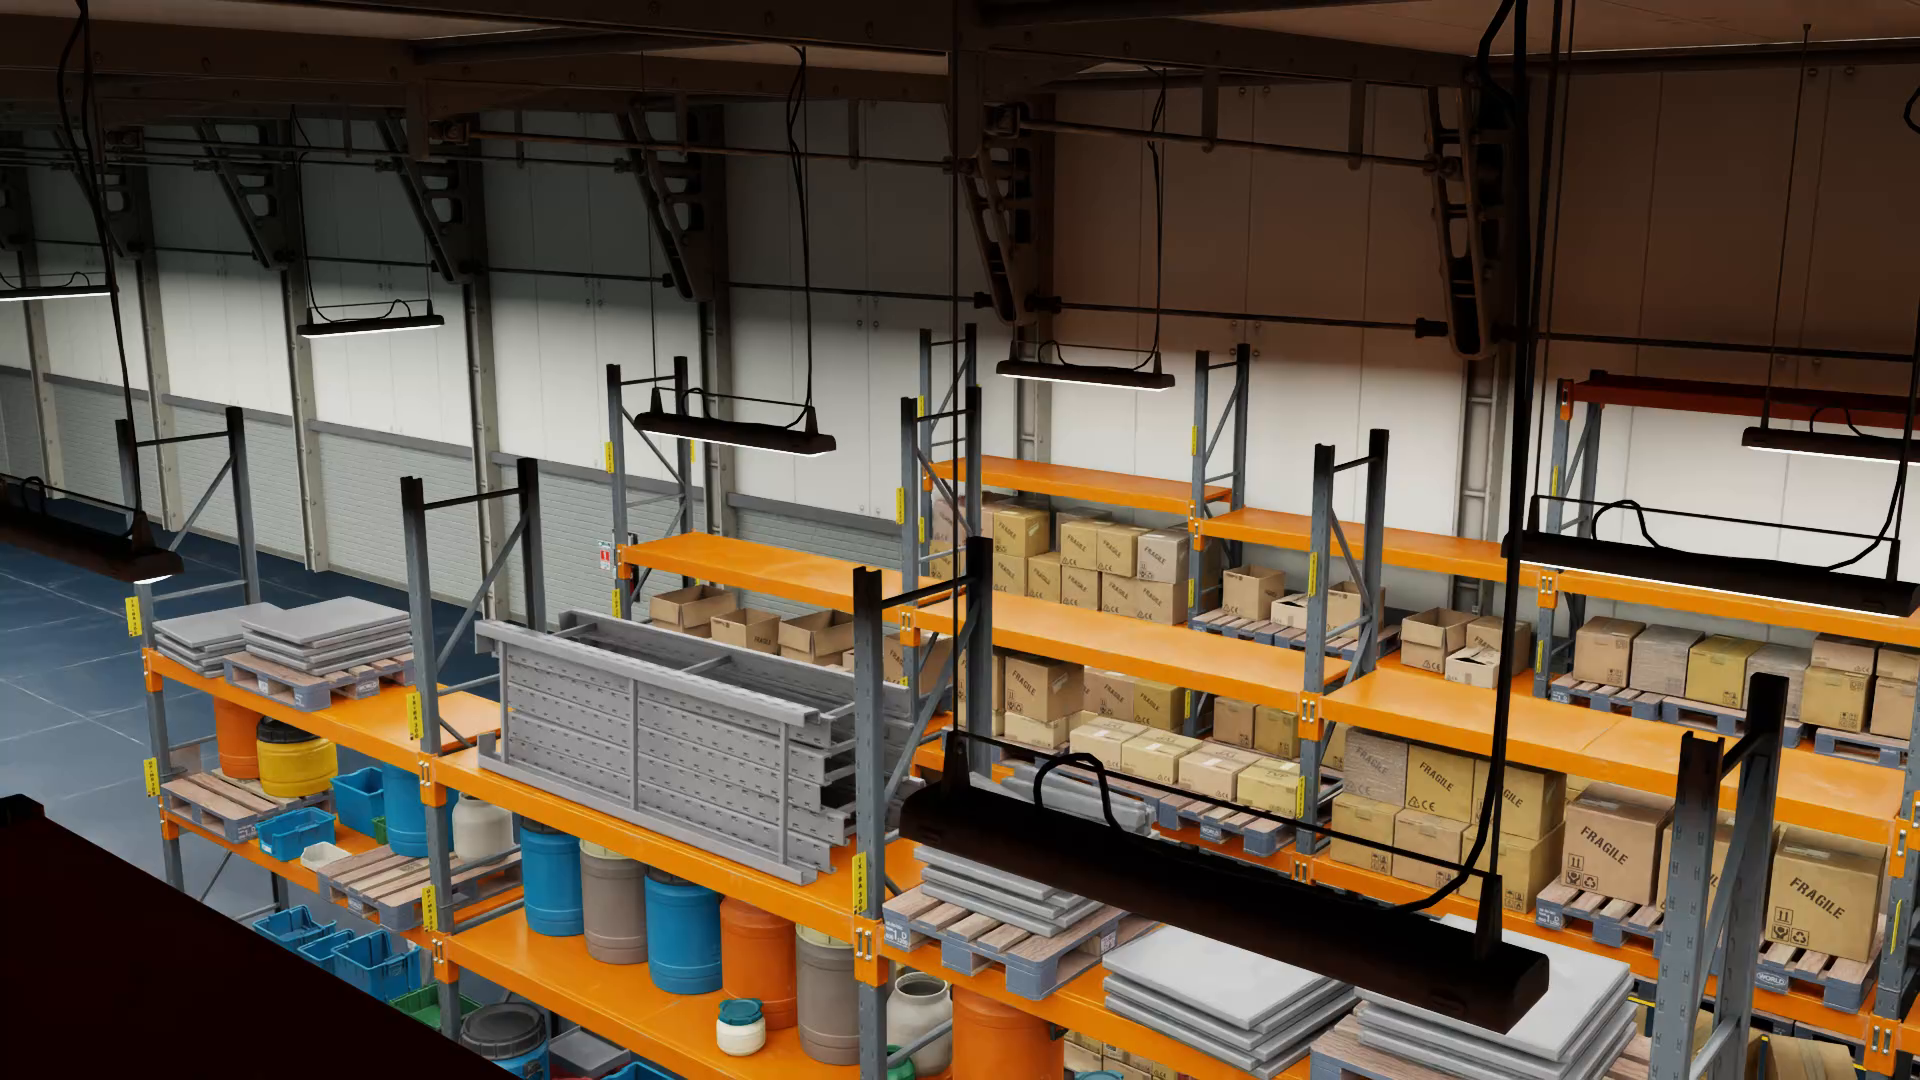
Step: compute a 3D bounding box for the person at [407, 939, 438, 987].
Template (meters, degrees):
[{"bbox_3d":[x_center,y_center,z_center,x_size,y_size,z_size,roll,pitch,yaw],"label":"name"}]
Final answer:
[{"bbox_3d":[-5.031,3.778,15.755,0.516,1.674,0.512,10,16,37],"label":"person"}]
